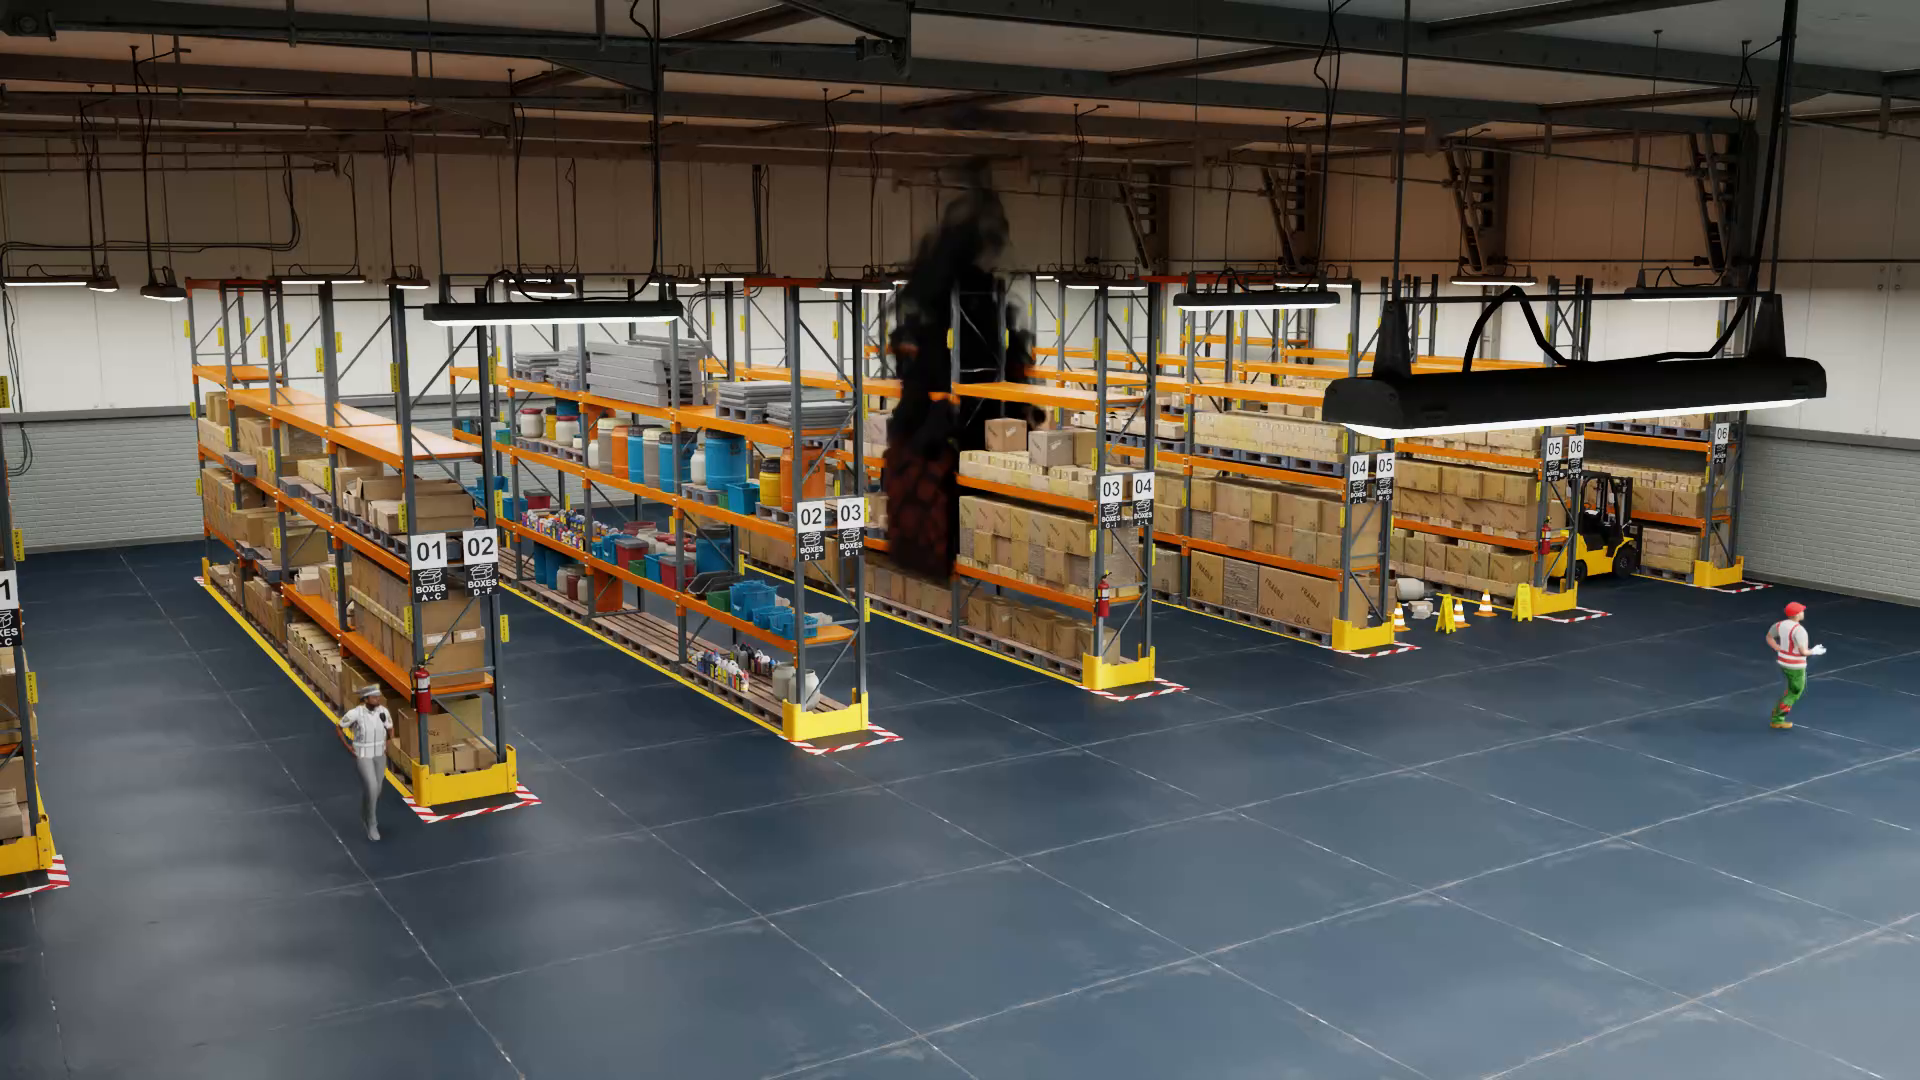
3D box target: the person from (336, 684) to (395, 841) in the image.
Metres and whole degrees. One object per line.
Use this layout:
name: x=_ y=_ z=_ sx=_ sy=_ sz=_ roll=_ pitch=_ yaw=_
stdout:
person: x=-6.577 y=2.438 z=18.547 sx=0.719 sy=1.722 sz=0.581 roll=9 pitch=13 yaw=41

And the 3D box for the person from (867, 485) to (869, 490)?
person: x=-2.289 y=-0.803 z=38.146 sx=0.531 sy=1.544 sz=0.537 roll=-5 pitch=11 yaw=-28

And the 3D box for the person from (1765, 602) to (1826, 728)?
person: x=11.354 y=1.697 z=22.576 sx=0.609 sy=1.756 sz=0.639 roll=0 pitch=10 yaw=-2

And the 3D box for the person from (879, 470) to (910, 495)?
person: x=-1.408 y=-0.688 z=36.869 sx=0.626 sy=1.843 sz=0.776 roll=-5 pitch=11 yaw=-26
